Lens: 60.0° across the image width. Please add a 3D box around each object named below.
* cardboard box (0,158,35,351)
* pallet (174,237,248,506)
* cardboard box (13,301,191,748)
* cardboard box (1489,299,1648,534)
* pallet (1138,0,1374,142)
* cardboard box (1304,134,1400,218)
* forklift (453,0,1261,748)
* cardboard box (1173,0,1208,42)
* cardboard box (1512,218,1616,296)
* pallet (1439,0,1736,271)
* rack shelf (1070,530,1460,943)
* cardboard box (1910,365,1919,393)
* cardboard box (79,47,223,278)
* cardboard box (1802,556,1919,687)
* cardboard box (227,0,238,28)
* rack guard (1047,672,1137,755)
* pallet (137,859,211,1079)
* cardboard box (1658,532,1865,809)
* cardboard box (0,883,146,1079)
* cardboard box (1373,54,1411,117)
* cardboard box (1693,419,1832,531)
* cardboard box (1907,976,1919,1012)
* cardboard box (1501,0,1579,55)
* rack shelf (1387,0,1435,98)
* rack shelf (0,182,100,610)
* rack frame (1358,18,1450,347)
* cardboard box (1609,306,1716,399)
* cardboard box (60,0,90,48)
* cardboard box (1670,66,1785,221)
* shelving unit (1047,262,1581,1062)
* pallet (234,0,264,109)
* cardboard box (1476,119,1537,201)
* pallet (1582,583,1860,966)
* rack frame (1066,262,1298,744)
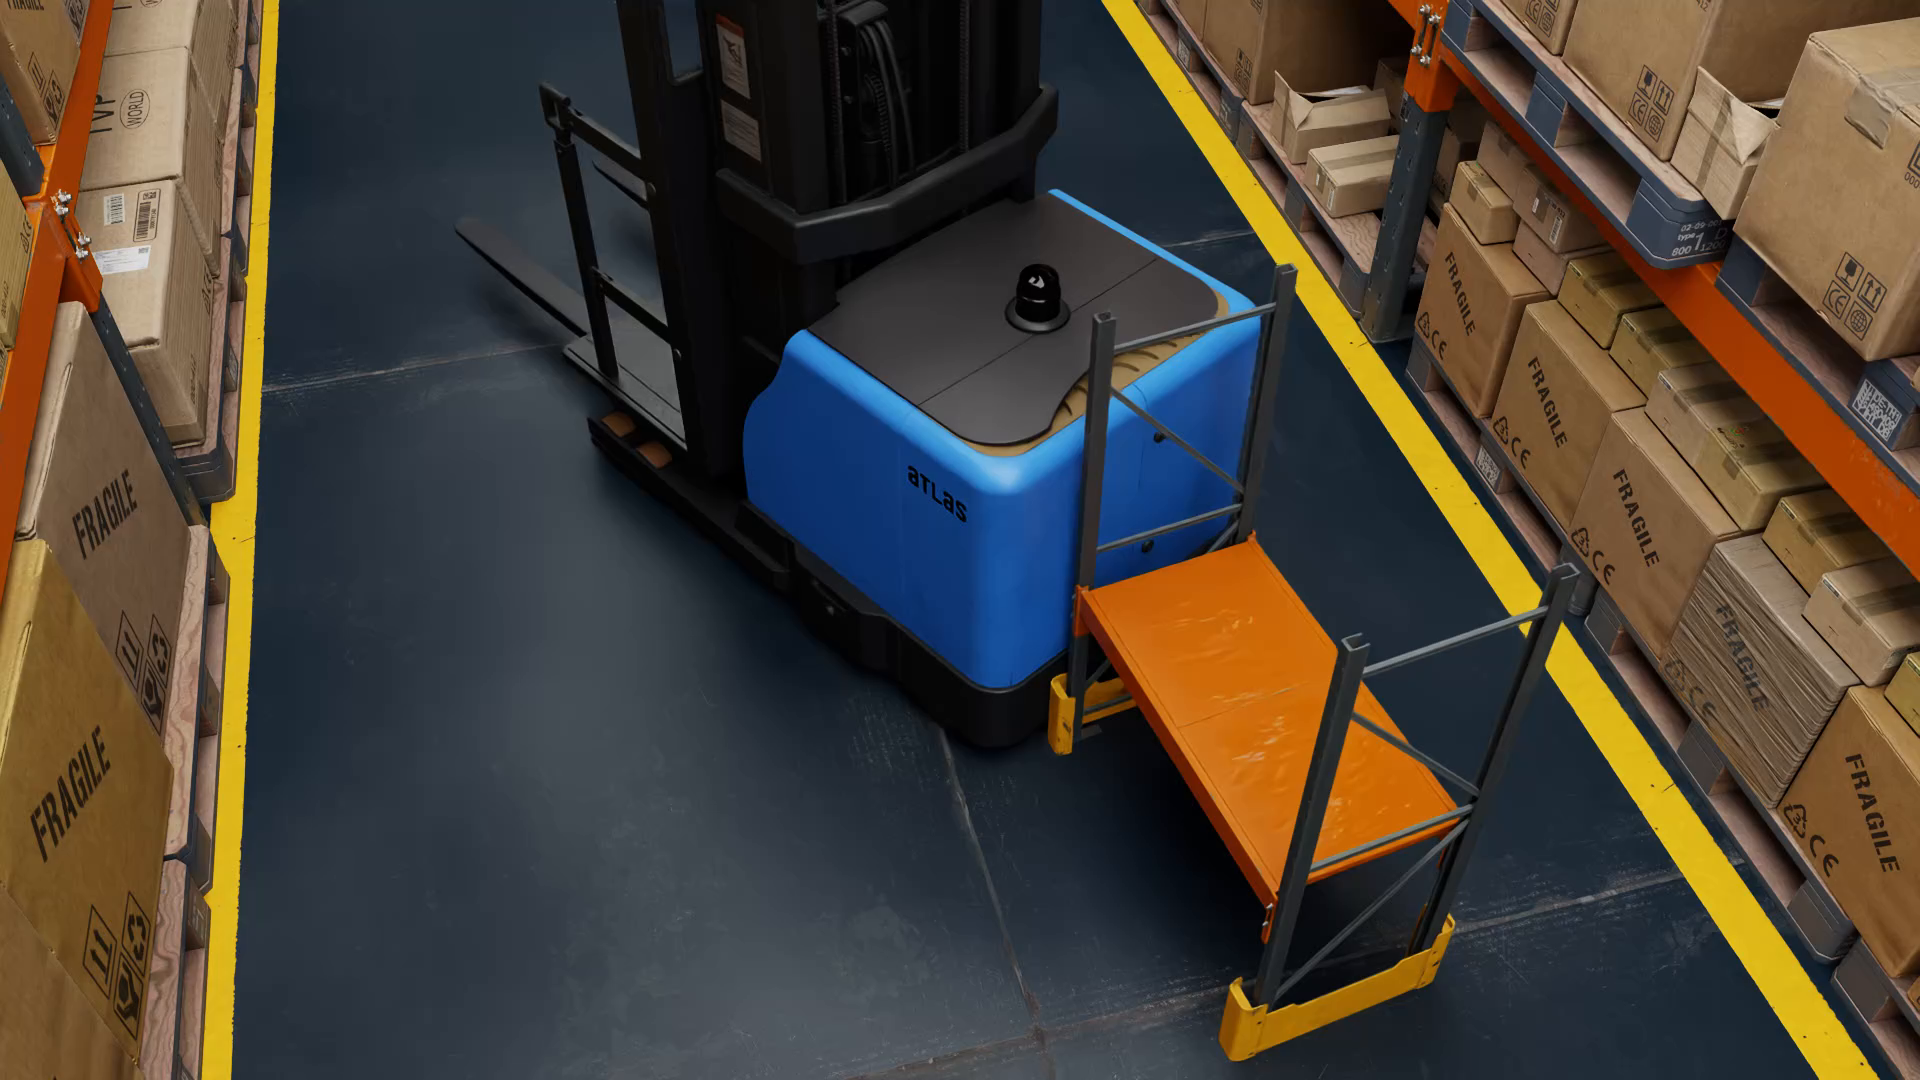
[{"bbox_3d":[-2.502,-0.648,3.889,0.500,0.250,0.500,-12,47,-11],"label":"cardboard box"},{"bbox_3d":[-2.980,-0.527,5.619,1.003,0.211,1.213,-11,47,-10],"label":"pallet"},{"bbox_3d":[-2.624,0.046,4.298,0.875,0.875,0.875,-9,46,-9],"label":"cardboard box"},{"bbox_3d":[1.989,-0.405,5.003,0.500,0.500,0.500,-11,47,-11],"label":"cardboard box"},{"bbox_3d":[1.446,-2.216,7.274,1.003,0.211,1.213,-11,47,-10],"label":"pallet"},{"bbox_3d":[1.510,-1.354,6.179,0.380,0.149,0.250,-12,47,-12],"label":"cardboard box"},{"bbox_3d":[-0.570,-1.412,4.581,1.130,2.935,3.031,-34,55,-29],"label":"forklift"},{"bbox_3d":[1.198,-2.487,7.044,0.500,0.500,0.500,-10,46,-10],"label":"cardboard box"},{"bbox_3d":[1.917,-0.900,5.033,0.380,0.149,0.250,-12,47,-11],"label":"cardboard box"},{"bbox_3d":[2.036,-1.235,4.495,1.003,0.211,1.213,-11,47,-10],"label":"pallet"},{"bbox_3d":[0.722,0.435,4.025,0.538,0.185,1.000,-17,48,-16],"label":"rack shelf"},{"bbox_3d":[2.364,-0.389,3.164,0.797,0.503,0.637,-12,47,-11],"label":"cardboard box"},{"bbox_3d":[-3.147,-1.285,5.909,0.875,0.438,0.875,-12,47,-11],"label":"cardboard box"},{"bbox_3d":[2.277,0.173,3.982,0.380,0.149,0.250,-13,47,-12],"label":"cardboard box"},{"bbox_3d":[-3.619,-2.538,7.137,0.875,0.438,0.875,-12,47,-12],"label":"cardboard box"},{"bbox_3d":[0.527,0.413,4.671,0.587,0.250,0.087,-17,48,-16],"label":"rack guard"},{"bbox_3d":[-2.274,1.375,3.755,1.003,0.211,1.213,-11,47,-10],"label":"pallet"},{"bbox_3d":[2.239,0.300,4.312,0.500,0.500,0.500,-12,47,-12],"label":"cardboard box"},{"bbox_3d":[-2.157,1.286,3.083,0.875,0.875,0.875,-10,46,-10],"label":"cardboard box"},{"bbox_3d":[1.885,-1.822,6.637,0.380,0.149,0.250,-11,47,-11],"label":"cardboard box"},{"bbox_3d":[2.166,-0.187,4.335,0.380,0.149,0.250,-9,46,-9],"label":"cardboard box"},{"bbox_3d":[2.527,1.016,3.611,0.500,0.500,0.500,-11,47,-11],"label":"cardboard box"},{"bbox_3d":[1.844,-1.681,4.433,0.700,0.500,0.500,-10,46,-9],"label":"cardboard box"},{"bbox_3d":[1.425,-3.003,6.596,1.077,0.370,4.000,-11,47,-10],"label":"rack shelf"},{"bbox_3d":[-2.348,0.669,2.998,1.077,0.370,4.000,-11,47,-10],"label":"rack shelf"},{"bbox_3d":[1.937,-1.874,4.986,1.000,3.000,0.127,-11,47,-10],"label":"rack frame"},{"bbox_3d":[2.077,-0.538,4.679,0.380,0.149,0.250,-11,47,-11],"label":"cardboard box"},{"bbox_3d":[-2.852,-1.719,4.764,0.500,0.500,0.500,-10,47,-10],"label":"cardboard box"},{"bbox_3d":[1.922,-0.944,3.875,0.396,0.266,0.258,-9,46,-8],"label":"cardboard box"},{"bbox_3d":[0.719,0.304,3.902,0.587,1.500,1.083,-17,48,-16],"label":"shelving unit"},{"bbox_3d":[-3.604,-2.212,7.270,1.003,0.211,1.213,-11,47,-10],"label":"pallet"},{"bbox_3d":[1.830,-1.192,5.112,0.380,0.149,0.250,-11,47,-11],"label":"cardboard box"},{"bbox_3d":[2.497,0.501,4.612,1.003,0.211,1.213,-11,47,-10],"label":"pallet"},{"bbox_3d":[0.527,-0.026,4.225,0.500,1.500,0.032,-17,48,-16],"label":"rack frame"}]
